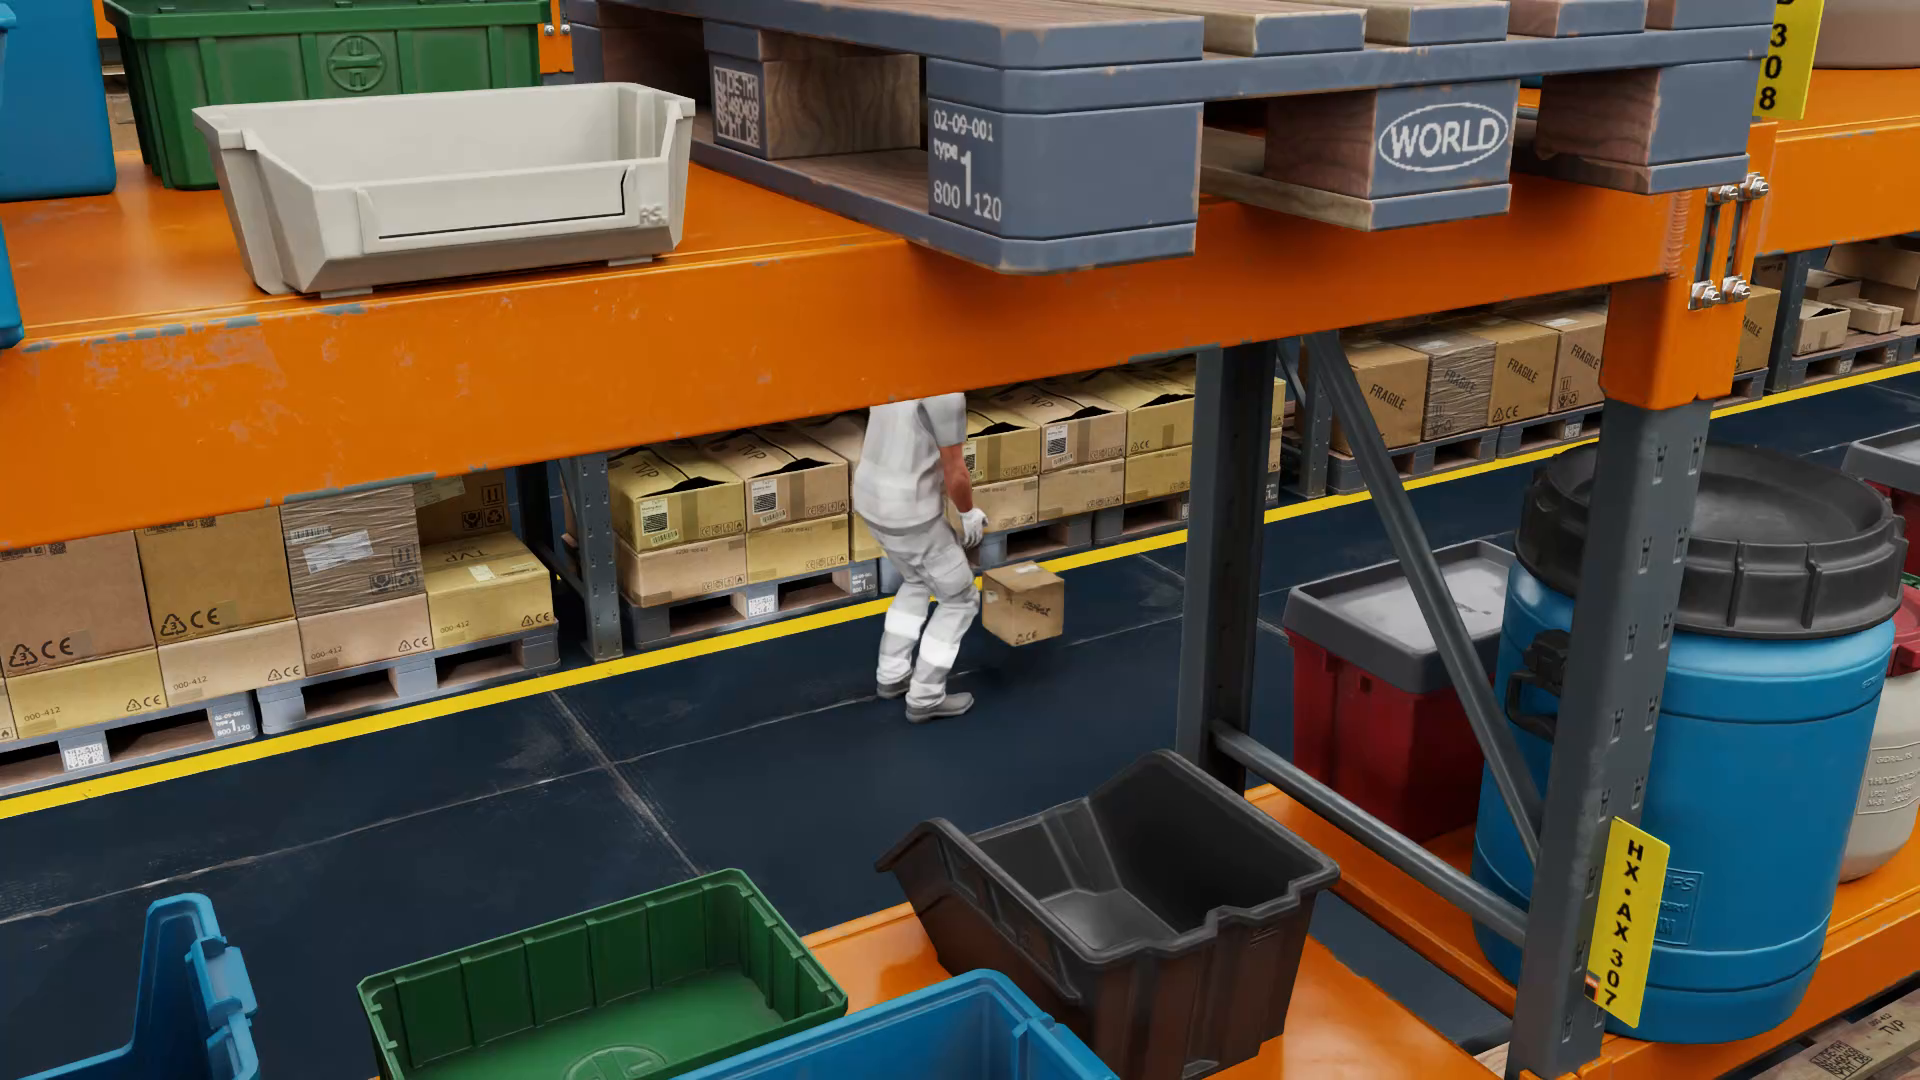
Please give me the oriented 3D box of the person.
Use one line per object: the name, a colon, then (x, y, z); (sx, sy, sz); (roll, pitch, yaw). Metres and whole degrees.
person: (-0.141, -0.123, 6.561); (0.580, 1.647, 0.564); (-12, 25, -28)
